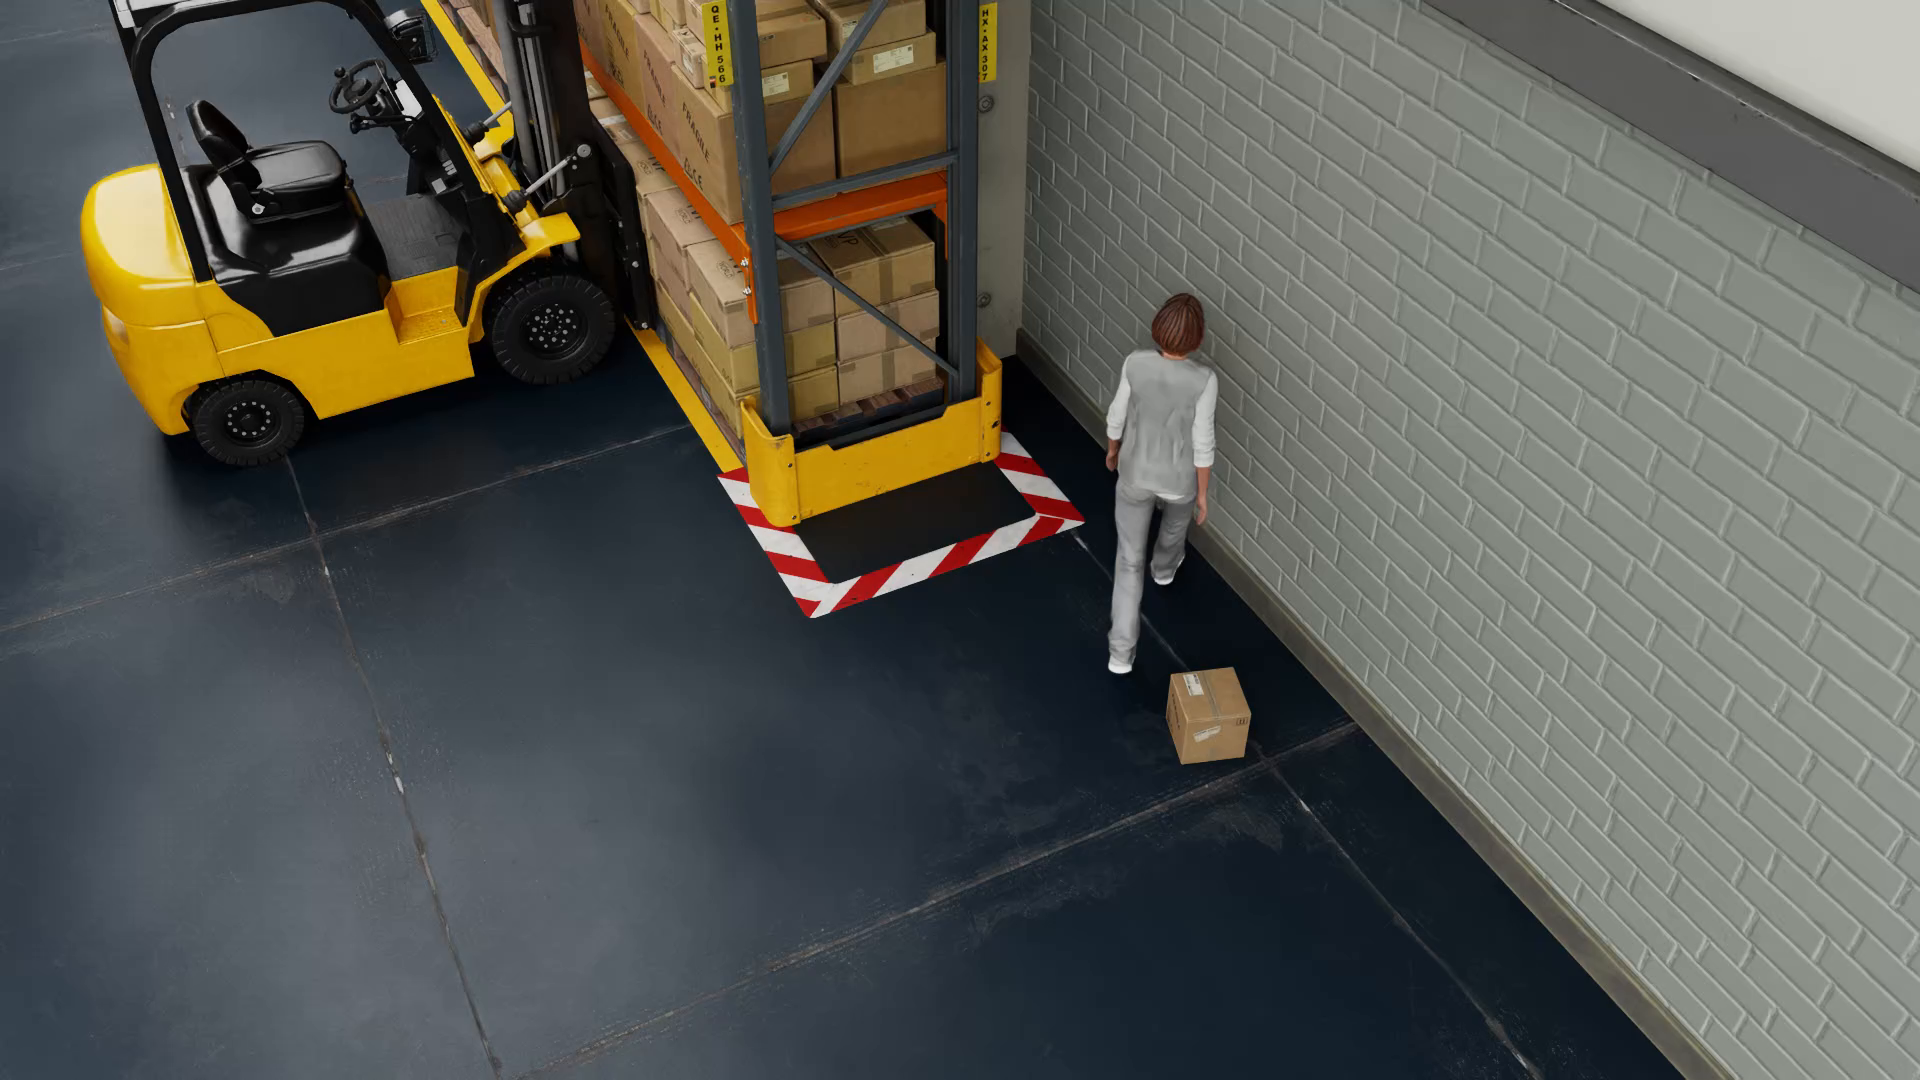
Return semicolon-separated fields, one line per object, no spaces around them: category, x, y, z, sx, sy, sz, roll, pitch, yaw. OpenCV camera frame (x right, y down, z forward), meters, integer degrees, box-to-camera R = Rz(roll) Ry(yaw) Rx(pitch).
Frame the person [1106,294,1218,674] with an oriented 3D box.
person;0.760;-0.254;6.450;0.436;1.548;0.951;9;43;10
